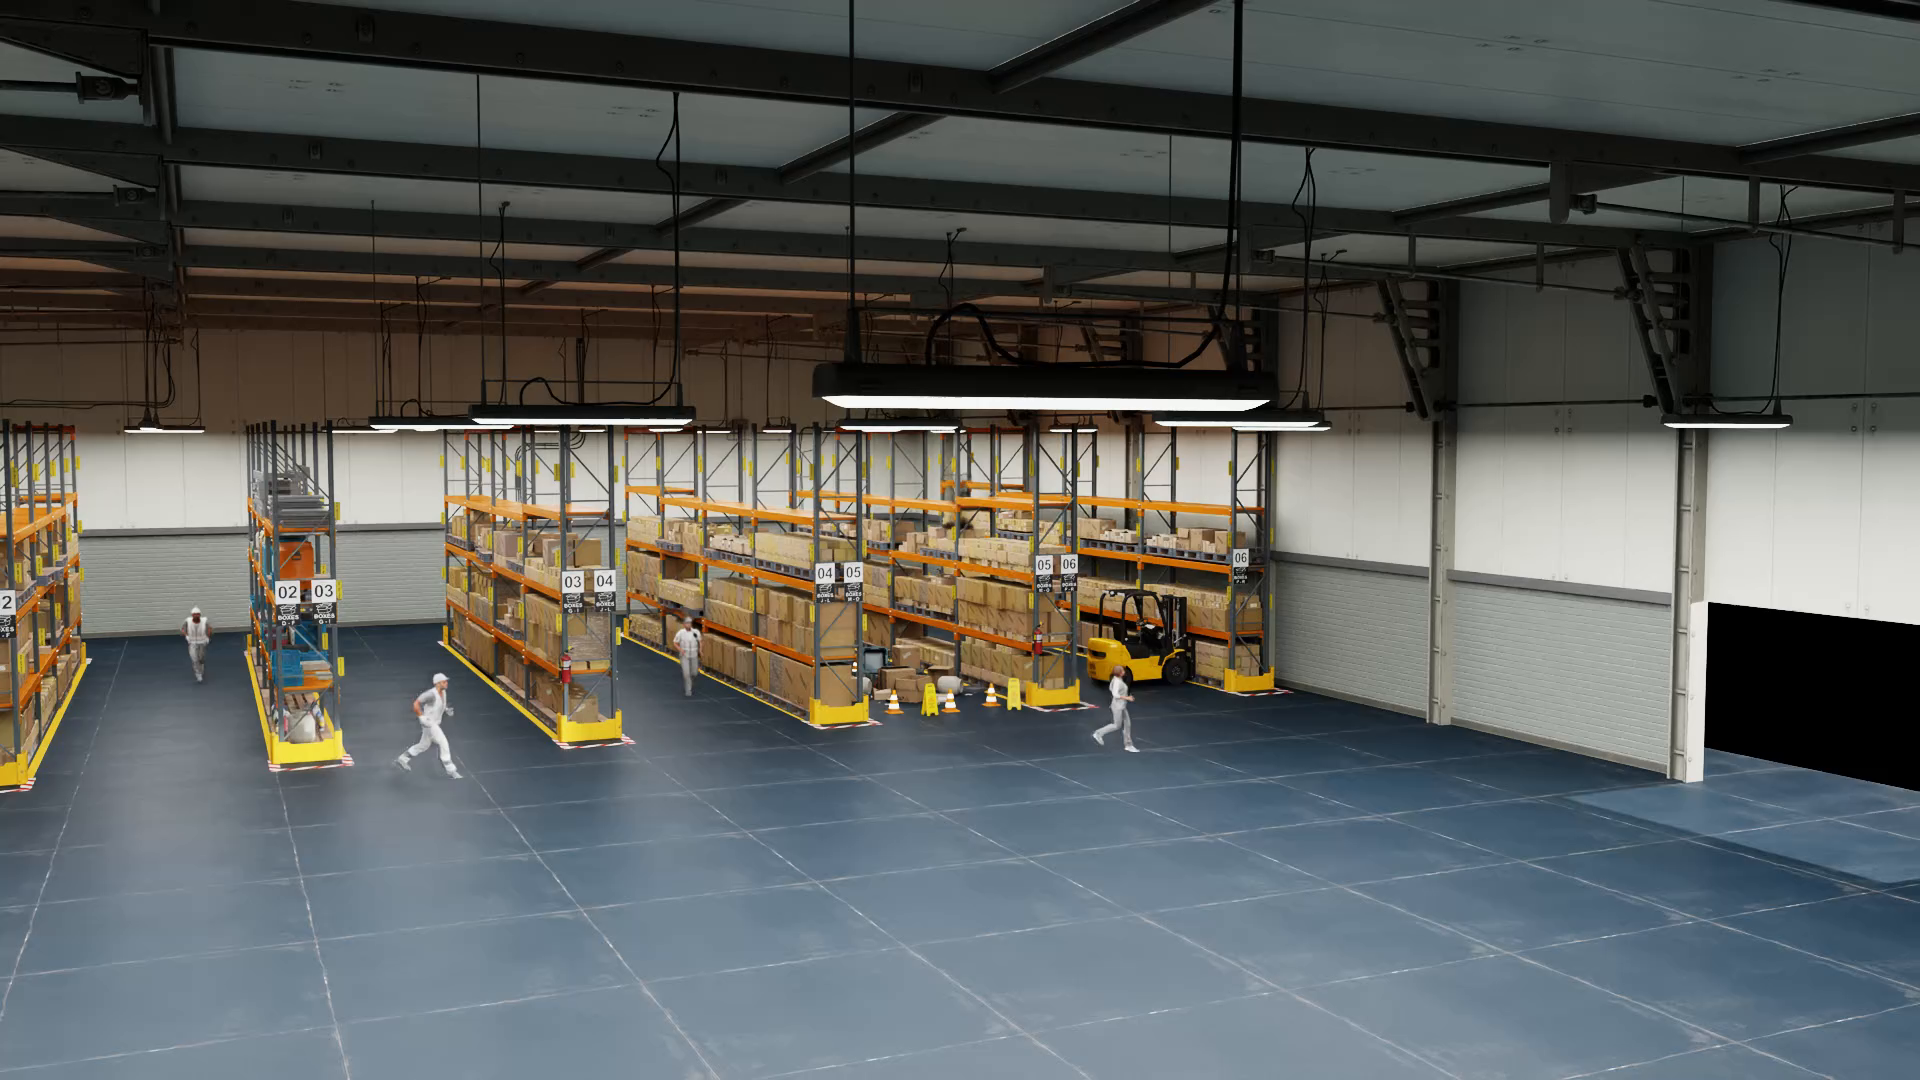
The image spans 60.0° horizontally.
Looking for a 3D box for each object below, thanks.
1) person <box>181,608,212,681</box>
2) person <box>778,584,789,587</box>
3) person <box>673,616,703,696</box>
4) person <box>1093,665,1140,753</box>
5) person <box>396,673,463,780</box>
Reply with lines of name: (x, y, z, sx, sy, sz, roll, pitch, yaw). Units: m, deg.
person: (-17.963, 2.427, 39.154, 0.654, 1.727, 0.883, -1, 4, -20)
person: (-5.325, 1.678, 51.299, 0.681, 1.728, 0.584, -2, 4, -34)
person: (-6.014, 2.560, 36.871, 0.665, 1.746, 0.559, -1, 4, -19)
person: (2.835, 3.061, 30.110, 0.848, 1.575, 0.538, 1, 4, 13)
person: (-8.874, 3.108, 27.772, 1.134, 1.779, 0.661, 0, 4, 2)
